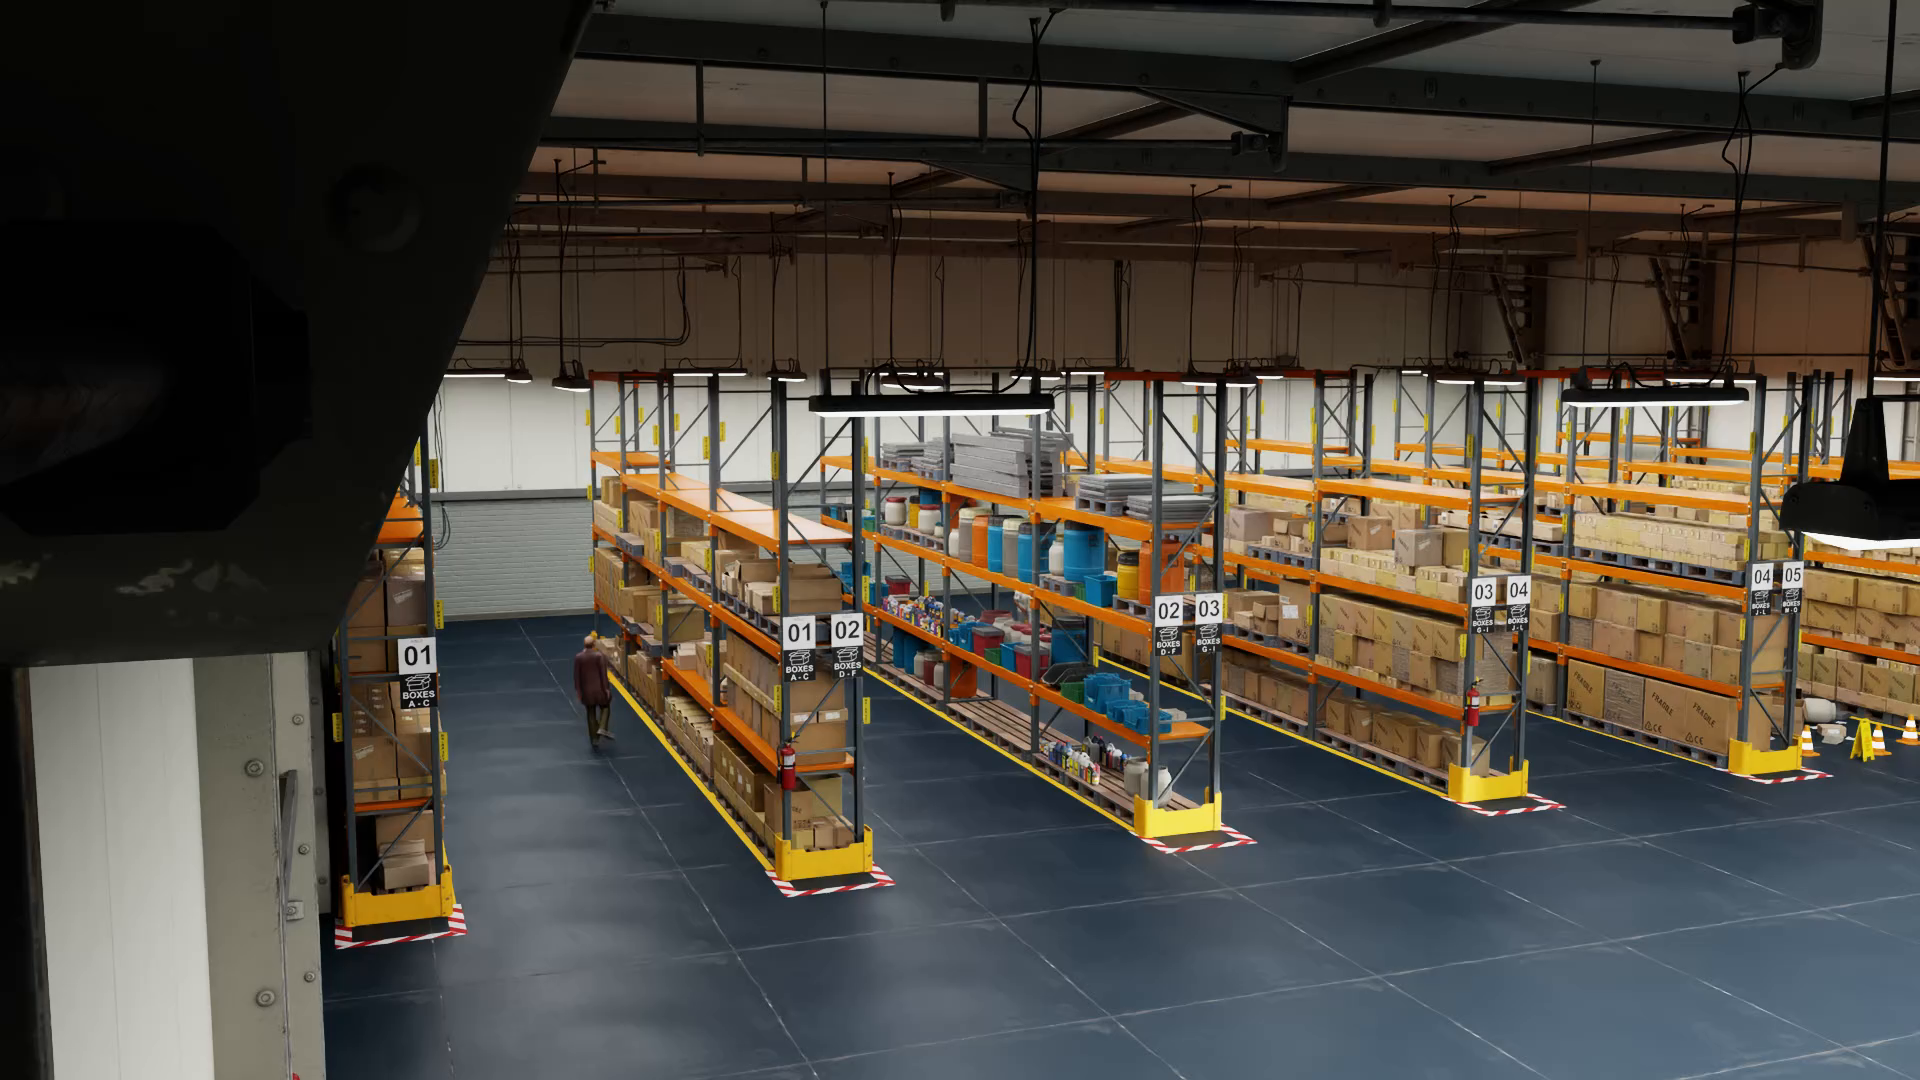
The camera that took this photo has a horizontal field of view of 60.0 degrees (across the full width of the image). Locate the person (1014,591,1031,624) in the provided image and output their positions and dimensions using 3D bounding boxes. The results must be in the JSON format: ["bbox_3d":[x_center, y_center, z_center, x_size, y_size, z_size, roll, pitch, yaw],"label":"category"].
[{"bbox_3d":[1.446,1.519,36.022,0.615,1.607,0.738,-1,6,-10],"label":"person"}]

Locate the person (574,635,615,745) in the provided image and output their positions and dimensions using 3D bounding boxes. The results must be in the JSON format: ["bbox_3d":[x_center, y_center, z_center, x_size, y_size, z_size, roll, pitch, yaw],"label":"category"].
[{"bbox_3d":[-5.940,2.438,26.978,0.625,1.770,0.571,-1,6,-11],"label":"person"}]
